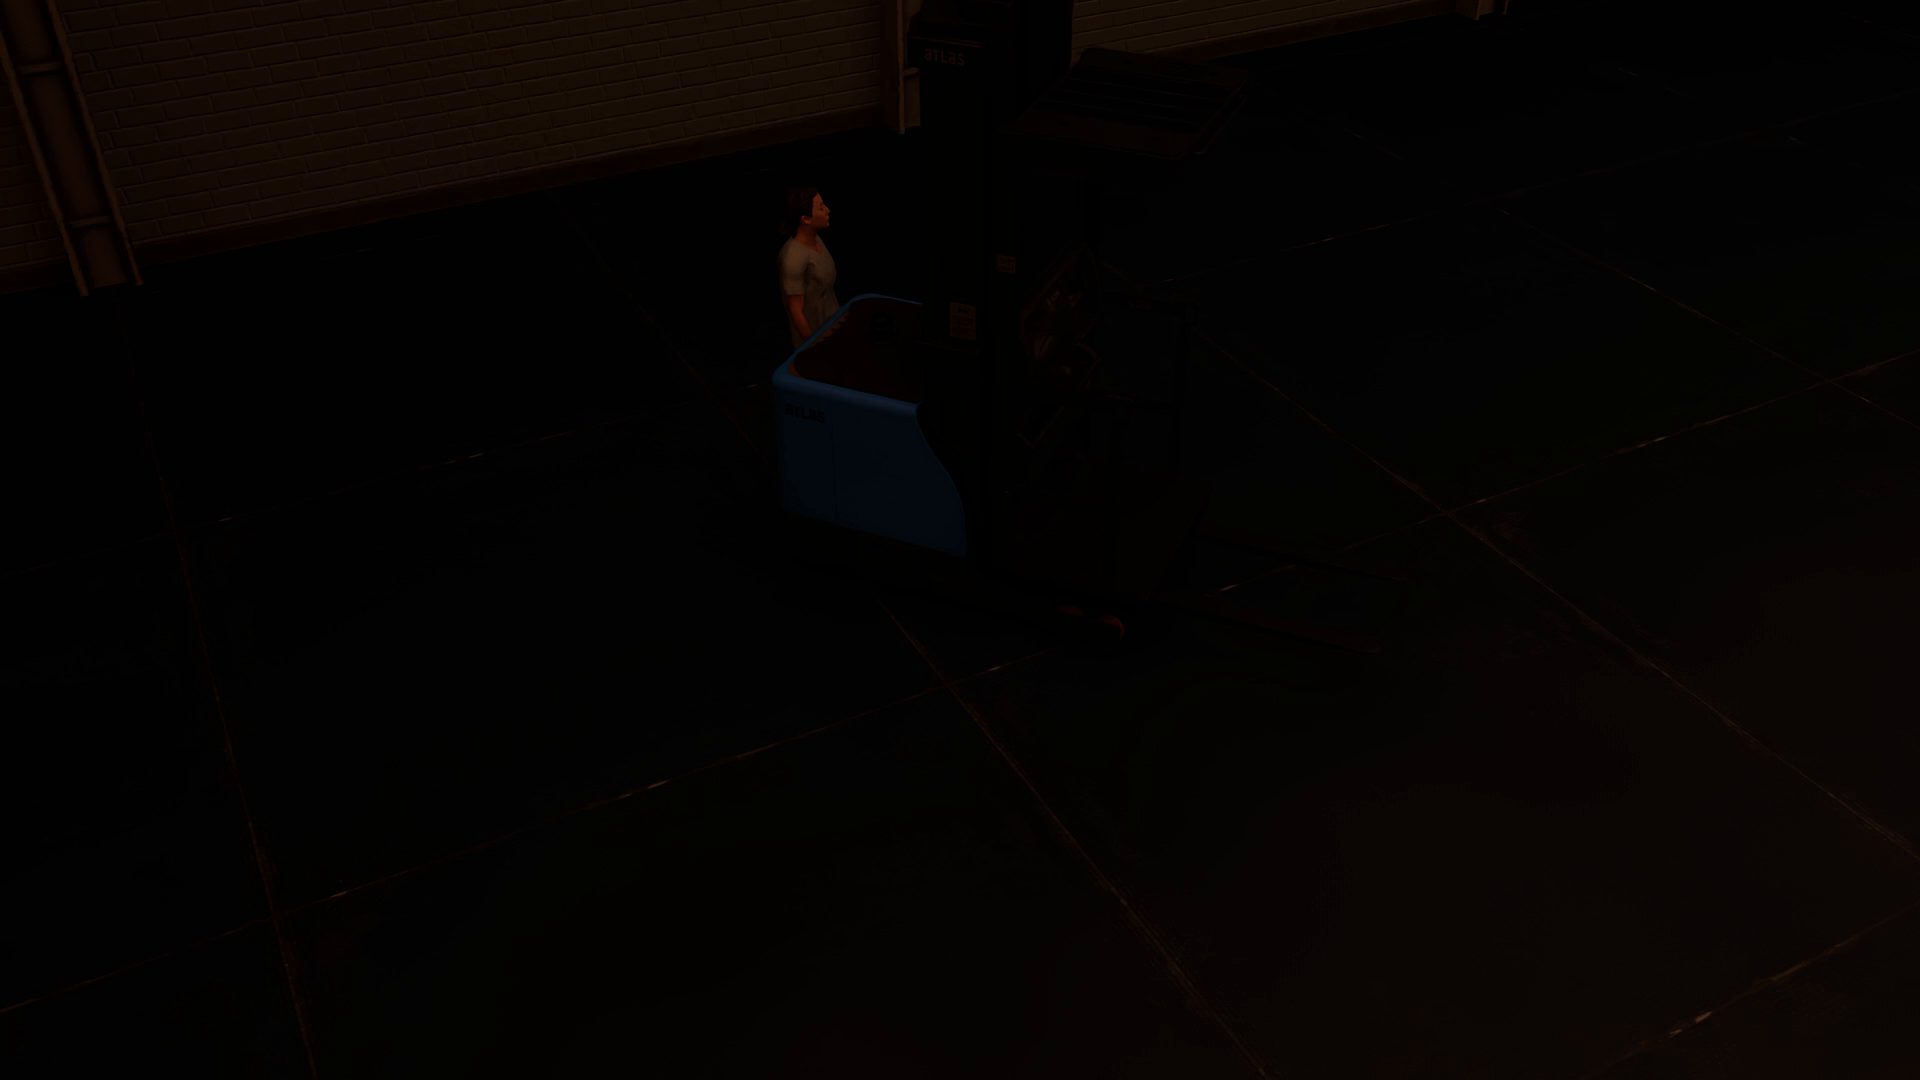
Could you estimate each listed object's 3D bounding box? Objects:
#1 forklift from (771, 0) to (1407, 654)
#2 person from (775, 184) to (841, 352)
[{"bbox_3d":[0.644,-1.025,7.574,3.031,2.935,1.130,14,38,19],"label":"forklift"},{"bbox_3d":[-0.668,-1.037,8.665,0.548,1.673,0.550,5,36,7],"label":"person"}]
